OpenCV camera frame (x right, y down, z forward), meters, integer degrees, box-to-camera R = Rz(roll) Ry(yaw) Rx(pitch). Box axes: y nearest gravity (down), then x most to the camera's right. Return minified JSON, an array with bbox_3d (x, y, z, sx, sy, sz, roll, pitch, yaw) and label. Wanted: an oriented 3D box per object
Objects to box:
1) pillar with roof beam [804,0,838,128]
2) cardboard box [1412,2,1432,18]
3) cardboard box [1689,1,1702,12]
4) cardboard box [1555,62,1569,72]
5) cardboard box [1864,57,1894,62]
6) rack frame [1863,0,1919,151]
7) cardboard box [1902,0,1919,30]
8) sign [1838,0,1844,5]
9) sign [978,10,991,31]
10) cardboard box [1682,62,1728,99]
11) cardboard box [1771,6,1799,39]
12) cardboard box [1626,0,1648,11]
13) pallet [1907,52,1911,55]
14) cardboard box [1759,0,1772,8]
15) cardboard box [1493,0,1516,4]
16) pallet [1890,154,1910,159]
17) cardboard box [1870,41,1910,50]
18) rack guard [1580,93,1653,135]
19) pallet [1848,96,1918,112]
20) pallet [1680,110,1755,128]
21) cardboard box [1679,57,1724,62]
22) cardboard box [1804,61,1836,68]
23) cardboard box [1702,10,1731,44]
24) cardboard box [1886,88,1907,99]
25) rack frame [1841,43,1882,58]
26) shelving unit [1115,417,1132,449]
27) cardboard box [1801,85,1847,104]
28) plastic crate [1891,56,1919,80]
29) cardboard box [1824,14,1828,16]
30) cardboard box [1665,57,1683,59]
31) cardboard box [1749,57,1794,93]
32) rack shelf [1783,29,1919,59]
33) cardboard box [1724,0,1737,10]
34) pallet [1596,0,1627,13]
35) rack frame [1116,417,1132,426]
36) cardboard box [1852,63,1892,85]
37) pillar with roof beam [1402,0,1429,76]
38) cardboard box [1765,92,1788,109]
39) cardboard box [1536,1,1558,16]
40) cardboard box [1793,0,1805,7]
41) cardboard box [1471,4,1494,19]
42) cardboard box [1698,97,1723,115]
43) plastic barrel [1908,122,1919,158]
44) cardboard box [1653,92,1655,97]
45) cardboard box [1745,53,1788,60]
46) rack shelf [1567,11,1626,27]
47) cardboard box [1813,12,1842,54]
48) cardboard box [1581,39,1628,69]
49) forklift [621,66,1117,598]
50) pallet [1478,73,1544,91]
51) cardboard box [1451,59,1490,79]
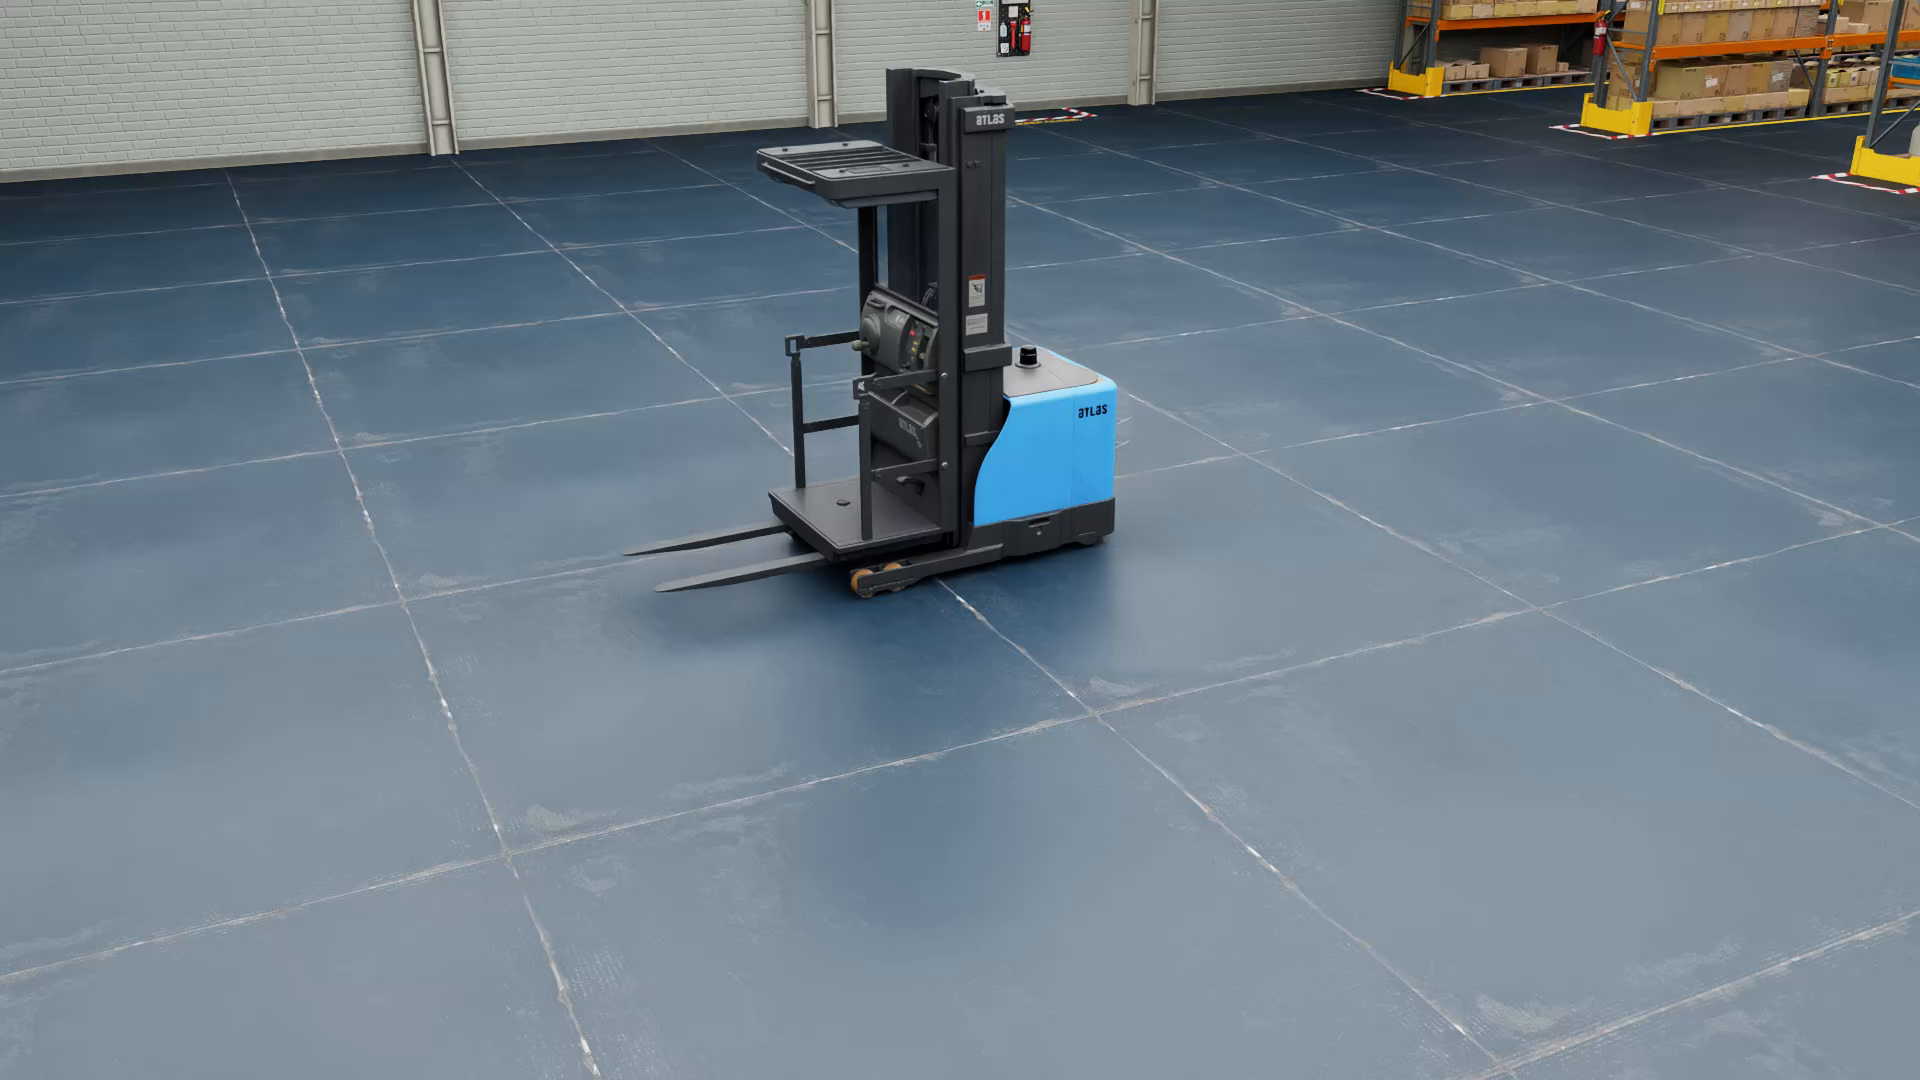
[{"bbox_3d":[-0.350,-9.381,21.646,0.400,9.000,9.100,-10,25,-24],"label":"pillar with roof beam"},{"bbox_3d":[8.677,-9.753,30.559,0.500,0.250,0.500,-10,25,-23],"label":"cardboard box"},{"bbox_3d":[11.401,-8.384,26.104,0.250,0.149,0.380,-10,25,-23],"label":"cardboard box"},{"bbox_3d":[11.475,-9.127,32.007,0.250,0.166,0.380,-14,26,-30],"label":"cardboard box"},{"bbox_3d":[16.170,-8.312,29.222,0.500,0.311,0.500,-11,25,-25],"label":"cardboard box"},{"bbox_3d":[12.636,-6.254,21.937,0.127,3.000,1.000,-10,25,-24],"label":"rack frame"},{"bbox_3d":[16.195,-9.051,28.563,0.500,0.500,0.500,-12,25,-26],"label":"cardboard box"},{"bbox_3d":[14.338,-8.871,27.024,0.005,0.325,0.100,-10,25,-24],"label":"sign"},{"bbox_3d":[0.403,-8.651,27.681,0.234,0.329,0.001,-10,25,-24],"label":"sign"},{"bbox_3d":[11.966,-7.415,26.808,0.500,0.500,0.500,-10,25,-24],"label":"cardboard box"},{"bbox_3d":[13.226,-8.506,27.247,0.500,0.500,0.700,-11,25,-24],"label":"cardboard box"},{"bbox_3d":[10.753,-8.437,26.231,0.250,0.149,0.380,-11,25,-25],"label":"cardboard box"},{"bbox_3d":[20.972,-10.674,36.260,1.213,0.211,1.003,-10,25,-24],"label":"pallet"},{"bbox_3d":[12.799,-8.642,26.728,0.250,0.149,0.380,-10,24,-22],"label":"cardboard box"},{"bbox_3d":[9.818,-10.093,30.400,0.500,0.500,0.500,-11,25,-25],"label":"cardboard box"},{"bbox_3d":[13.419,-5.128,22.861,1.213,0.211,1.003,-10,25,-24],"label":"pallet"},{"bbox_3d":[19.871,-10.787,35.606,0.500,0.500,0.700,-10,25,-23],"label":"cardboard box"},{"bbox_3d":[10.470,-6.803,26.531,0.348,0.500,1.175,-10,25,-24],"label":"rack guard"},{"bbox_3d":[15.843,-7.677,29.019,1.213,0.211,1.003,-10,25,-24],"label":"pallet"},{"bbox_3d":[12.260,-7.016,27.423,1.213,0.211,1.003,-10,25,-24],"label":"pallet"},{"bbox_3d":[12.191,-7.677,27.440,0.500,0.500,0.500,-10,25,-24],"label":"cardboard box"},{"bbox_3d":[14.802,-8.063,28.619,0.500,0.311,0.500,-10,24,-22],"label":"cardboard box"},{"bbox_3d":[11.839,-8.250,26.629,0.500,0.500,0.700,-10,25,-23],"label":"cardboard box"},{"bbox_3d":[15.952,-7.786,28.683,0.500,0.250,0.500,-10,24,-23],"label":"cardboard box"},{"bbox_3d":[19.152,-11.659,34.994,0.127,3.000,1.000,-10,25,-24],"label":"rack frame"},{"bbox_3d":[0.840,-0.674,12.122,0.258,0.189,1.200,15,27,33],"label":"shelving unit"},{"bbox_3d":[14.567,-7.531,28.067,0.500,0.250,0.500,-11,25,-25],"label":"cardboard box"},{"bbox_3d":[12.958,-6.372,22.416,0.616,0.251,0.499,-10,25,-24],"label":"plastic crate"},{"bbox_3d":[14.808,-8.773,28.197,0.258,0.266,0.396,-11,25,-25],"label":"cardboard box"},{"bbox_3d":[13.972,-9.769,33.121,0.500,0.500,0.700,-11,25,-24],"label":"cardboard box"},{"bbox_3d":[13.317,-7.664,27.409,0.500,0.500,0.500,-10,25,-24],"label":"cardboard box"},{"bbox_3d":[15.898,-8.625,28.605,4.000,0.370,1.077,-10,25,-24],"label":"rack shelf"},{"bbox_3d":[12.098,-8.513,26.415,0.250,0.149,0.380,-11,25,-24],"label":"cardboard box"},{"bbox_3d":[12.696,-10.320,32.010,1.213,0.211,1.003,-10,25,-24],"label":"pallet"},{"bbox_3d":[0.840,-0.759,12.087,0.240,0.006,1.200,15,27,33],"label":"rack frame"},{"bbox_3d":[15.495,-7.958,28.367,0.500,0.311,0.500,-11,25,-25],"label":"cardboard box"},{"bbox_3d":[10.462,-11.371,26.455,0.400,9.000,9.100,-10,25,-24],"label":"pillar with roof beam"},{"bbox_3d":[13.318,-7.317,27.551,0.500,0.250,0.500,-10,25,-24],"label":"cardboard box"},{"bbox_3d":[10.750,-9.920,30.964,0.500,0.250,0.500,-11,25,-24],"label":"cardboard box"},{"bbox_3d":[13.485,-8.768,27.031,0.250,0.149,0.380,-11,25,-25],"label":"cardboard box"},{"bbox_3d":[9.379,-9.671,30.361,0.500,0.250,0.500,-11,25,-25],"label":"cardboard box"},{"bbox_3d":[11.971,-7.065,26.941,0.500,0.250,0.500,-10,25,-24],"label":"cardboard box"},{"bbox_3d":[13.196,-5.434,22.660,0.421,0.512,0.421,0,22,0],"label":"plastic barrel"},{"bbox_3d":[11.292,-7.163,27.180,0.500,0.250,0.500,-10,25,-24],"label":"cardboard box"},{"bbox_3d":[13.542,-7.927,28.043,0.500,0.500,0.500,-10,25,-24],"label":"cardboard box"},{"bbox_3d":[13.746,-10.331,32.727,4.000,0.370,1.077,-10,25,-24],"label":"rack shelf"},{"bbox_3d":[17.823,-10.559,34.598,0.750,0.750,0.750,-10,24,-22],"label":"cardboard box"},{"bbox_3d":[12.600,-9.508,32.491,0.500,0.500,0.700,-10,24,-22],"label":"cardboard box"},{"bbox_3d":[-0.551,-1.241,9.916,3.031,2.935,1.130,-12,25,-26],"label":"forklift"},{"bbox_3d":[10.253,-8.716,31.531,1.213,0.211,1.003,-10,25,-24],"label":"pallet"},{"bbox_3d":[9.516,-8.808,31.046,0.500,0.311,0.500,-8,24,-19],"label":"cardboard box"}]
